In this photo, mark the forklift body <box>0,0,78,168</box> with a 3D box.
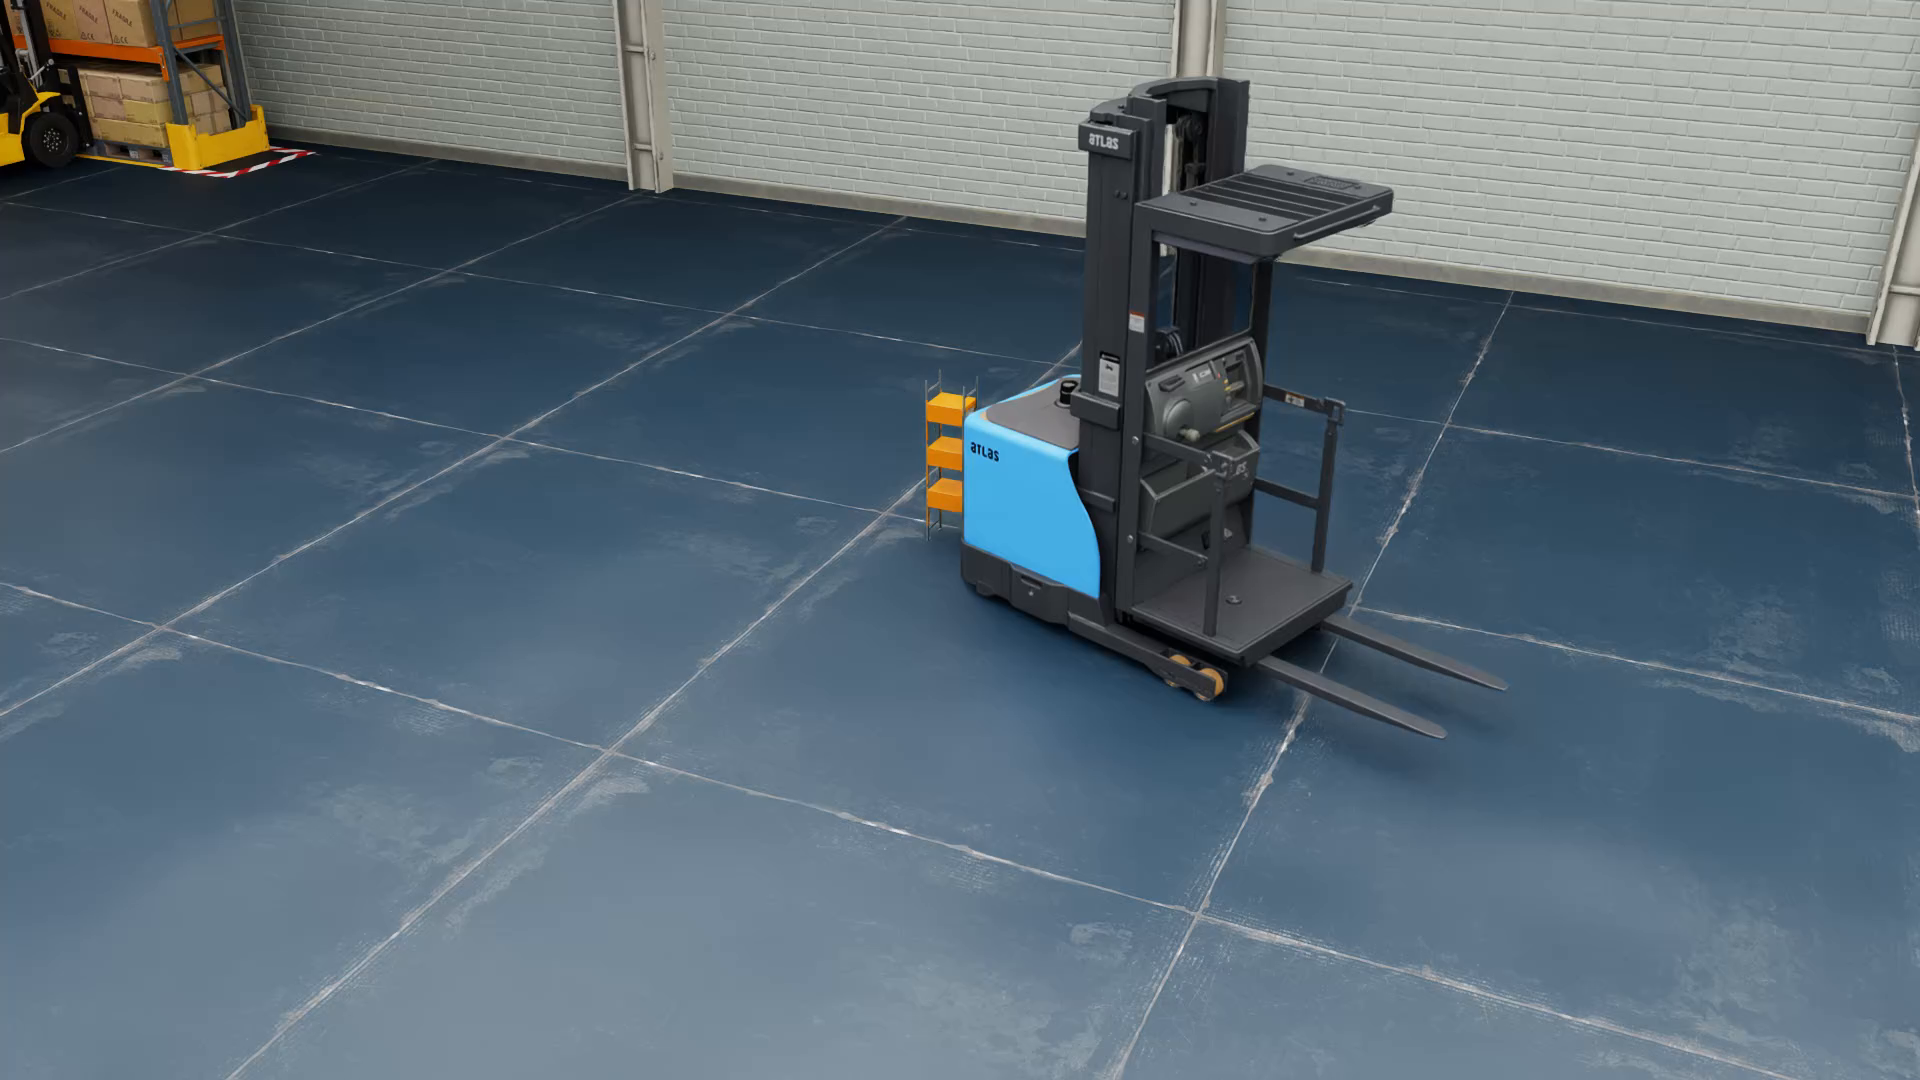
[{"bbox_3d":[-11.013,-4.992,17.954,1.214,2.155,2.313,11,28,22],"label":"forklift body"}]

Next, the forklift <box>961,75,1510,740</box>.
[{"bbox_3d":[1.417,-0.746,8.448,3.031,2.935,1.130,23,34,38],"label":"forklift"}]

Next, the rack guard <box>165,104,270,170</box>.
[{"bbox_3d":[-8.510,-4.634,19.096,0.348,0.500,1.175,11,28,22],"label":"rack guard"}]

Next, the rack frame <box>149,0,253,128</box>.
[{"bbox_3d":[-8.531,-5.760,18.553,0.127,3.000,1.000,11,28,22],"label":"rack frame"}]

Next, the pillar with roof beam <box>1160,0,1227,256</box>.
[{"bbox_3d":[0.349,-5.016,10.250,0.400,9.000,9.100,11,28,22],"label":"pillar with roof beam"}]

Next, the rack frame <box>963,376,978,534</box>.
[{"bbox_3d":[0.062,-0.458,9.993,0.008,1.050,0.200,11,28,22],"label":"rack frame"}]

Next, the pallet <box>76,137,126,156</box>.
[{"bbox_3d":[-10.352,-4.855,19.873,1.213,0.211,1.003,11,28,22],"label":"pallet"}]

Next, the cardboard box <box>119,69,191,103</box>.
[{"bbox_3d":[-9.080,-5.122,18.763,0.500,0.250,0.500,12,29,24],"label":"cardboard box"}]

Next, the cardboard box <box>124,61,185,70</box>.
[{"bbox_3d":[-9.347,-5.417,19.362,0.500,0.250,0.500,11,28,22],"label":"cardboard box"}]

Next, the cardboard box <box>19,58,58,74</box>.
[{"bbox_3d":[-10.943,-5.496,19.522,0.500,0.250,0.500,12,29,24],"label":"cardboard box"}]

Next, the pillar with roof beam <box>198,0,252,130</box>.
[{"bbox_3d":[-10.574,-7.210,14.706,0.400,9.000,9.100,11,28,22],"label":"pillar with roof beam"}]

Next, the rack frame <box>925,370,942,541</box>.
[{"bbox_3d":[-0.160,-0.503,10.083,0.008,1.050,0.200,11,28,22],"label":"rack frame"}]

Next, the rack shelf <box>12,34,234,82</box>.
[{"bbox_3d":[-10.352,-5.803,19.454,4.000,0.370,1.077,11,28,22],"label":"rack shelf"}]

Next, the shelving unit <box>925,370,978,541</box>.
[{"bbox_3d":[-0.049,-0.481,10.038,0.252,1.050,0.215,11,28,22],"label":"shelving unit"}]

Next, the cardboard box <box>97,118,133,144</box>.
[{"bbox_3d":[-9.539,-4.768,19.176,0.500,0.250,0.500,11,28,22],"label":"cardboard box"}]

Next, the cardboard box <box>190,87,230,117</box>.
[{"bbox_3d":[-8.874,-5.108,19.301,0.500,0.250,0.500,12,29,23],"label":"cardboard box"}]

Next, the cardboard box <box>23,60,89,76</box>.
[{"bbox_3d":[-10.469,-5.397,19.321,0.500,0.250,0.500,11,28,21],"label":"cardboard box"}]

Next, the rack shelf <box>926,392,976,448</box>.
[{"bbox_3d":[-0.049,-0.726,9.917,0.240,0.259,0.215,11,28,22],"label":"rack shelf"}]

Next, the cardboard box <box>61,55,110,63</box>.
[{"bbox_3d":[-10.261,-5.609,19.752,0.500,0.250,0.500,11,28,21],"label":"cardboard box"}]

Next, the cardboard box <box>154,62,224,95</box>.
[{"bbox_3d":[-8.891,-5.327,19.179,0.500,0.250,0.500,11,28,21],"label":"cardboard box"}]

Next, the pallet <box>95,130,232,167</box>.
[{"bbox_3d":[-9.245,-4.632,19.418,1.213,0.211,1.003,11,28,22],"label":"pallet"}]

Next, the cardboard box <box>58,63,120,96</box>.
[{"bbox_3d":[-10.010,-5.301,19.127,0.500,0.250,0.500,12,29,22],"label":"cardboard box"}]

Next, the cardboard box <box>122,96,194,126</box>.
[{"bbox_3d":[-9.104,-4.902,18.882,0.500,0.250,0.500,11,28,21],"label":"cardboard box"}]

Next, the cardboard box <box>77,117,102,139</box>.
[{"bbox_3d":[-9.990,-4.863,19.369,0.500,0.250,0.500,12,29,22],"label":"cardboard box"}]

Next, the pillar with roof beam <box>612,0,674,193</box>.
[{"bbox_3d":[-5.112,-6.113,12.478,0.400,9.000,9.100,11,28,22],"label":"pillar with roof beam"}]

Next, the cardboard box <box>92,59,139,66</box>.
[{"bbox_3d":[-9.798,-5.513,19.556,0.500,0.250,0.500,11,28,21],"label":"cardboard box"}]

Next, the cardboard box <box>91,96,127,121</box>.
[{"bbox_3d":[-9.556,-4.998,19.077,0.500,0.250,0.500,11,28,21],"label":"cardboard box"}]

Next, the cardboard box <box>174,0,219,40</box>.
[{"bbox_3d":[-8.867,-6.007,18.941,0.500,0.500,0.500,12,29,23],"label":"cardboard box"}]

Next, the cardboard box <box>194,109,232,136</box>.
[{"bbox_3d":[-8.898,-4.883,19.409,0.500,0.250,0.500,11,28,22],"label":"cardboard box"}]

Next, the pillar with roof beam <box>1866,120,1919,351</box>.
[{"bbox_3d":[5.811,-3.919,8.022,0.400,9.000,9.100,11,28,22],"label":"pillar with roof beam"}]

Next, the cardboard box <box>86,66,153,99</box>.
[{"bbox_3d":[-9.547,-5.213,18.947,0.500,0.250,0.500,12,29,23],"label":"cardboard box"}]

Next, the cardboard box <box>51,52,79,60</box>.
[{"bbox_3d":[-10.722,-5.698,19.932,0.500,0.250,0.500,12,28,22],"label":"cardboard box"}]

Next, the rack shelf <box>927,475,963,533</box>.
[{"bbox_3d":[-0.049,-0.222,10.165,0.240,0.259,0.215,11,28,22],"label":"rack shelf"}]

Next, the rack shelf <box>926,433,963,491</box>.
[{"bbox_3d":[-0.049,-0.471,10.043,0.240,0.259,0.215,11,28,22],"label":"rack shelf"}]

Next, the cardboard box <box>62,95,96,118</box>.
[{"bbox_3d":[-10.035,-5.084,19.252,0.500,0.250,0.500,11,28,21],"label":"cardboard box"}]

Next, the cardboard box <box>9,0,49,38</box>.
[{"bbox_3d":[-10.485,-6.069,19.067,0.500,0.500,0.500,12,28,22],"label":"cardboard box"}]

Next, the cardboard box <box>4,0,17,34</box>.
[{"bbox_3d":[-10.934,-6.169,19.271,0.500,0.500,0.500,11,28,21],"label":"cardboard box"}]

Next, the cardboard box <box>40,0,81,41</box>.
[{"bbox_3d":[-10.023,-5.981,18.889,0.500,0.500,0.500,11,28,21],"label":"cardboard box"}]

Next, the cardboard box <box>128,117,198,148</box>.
[{"bbox_3d":[-9.090,-4.673,18.984,0.500,0.250,0.500,12,28,22],"label":"cardboard box"}]

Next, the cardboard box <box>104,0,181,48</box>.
[{"bbox_3d":[-9.088,-5.789,18.499,0.500,0.500,0.500,11,28,21],"label":"cardboard box"}]

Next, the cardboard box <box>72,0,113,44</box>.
[{"bbox_3d":[-9.557,-5.887,18.699,0.500,0.500,0.500,12,29,23],"label":"cardboard box"}]
